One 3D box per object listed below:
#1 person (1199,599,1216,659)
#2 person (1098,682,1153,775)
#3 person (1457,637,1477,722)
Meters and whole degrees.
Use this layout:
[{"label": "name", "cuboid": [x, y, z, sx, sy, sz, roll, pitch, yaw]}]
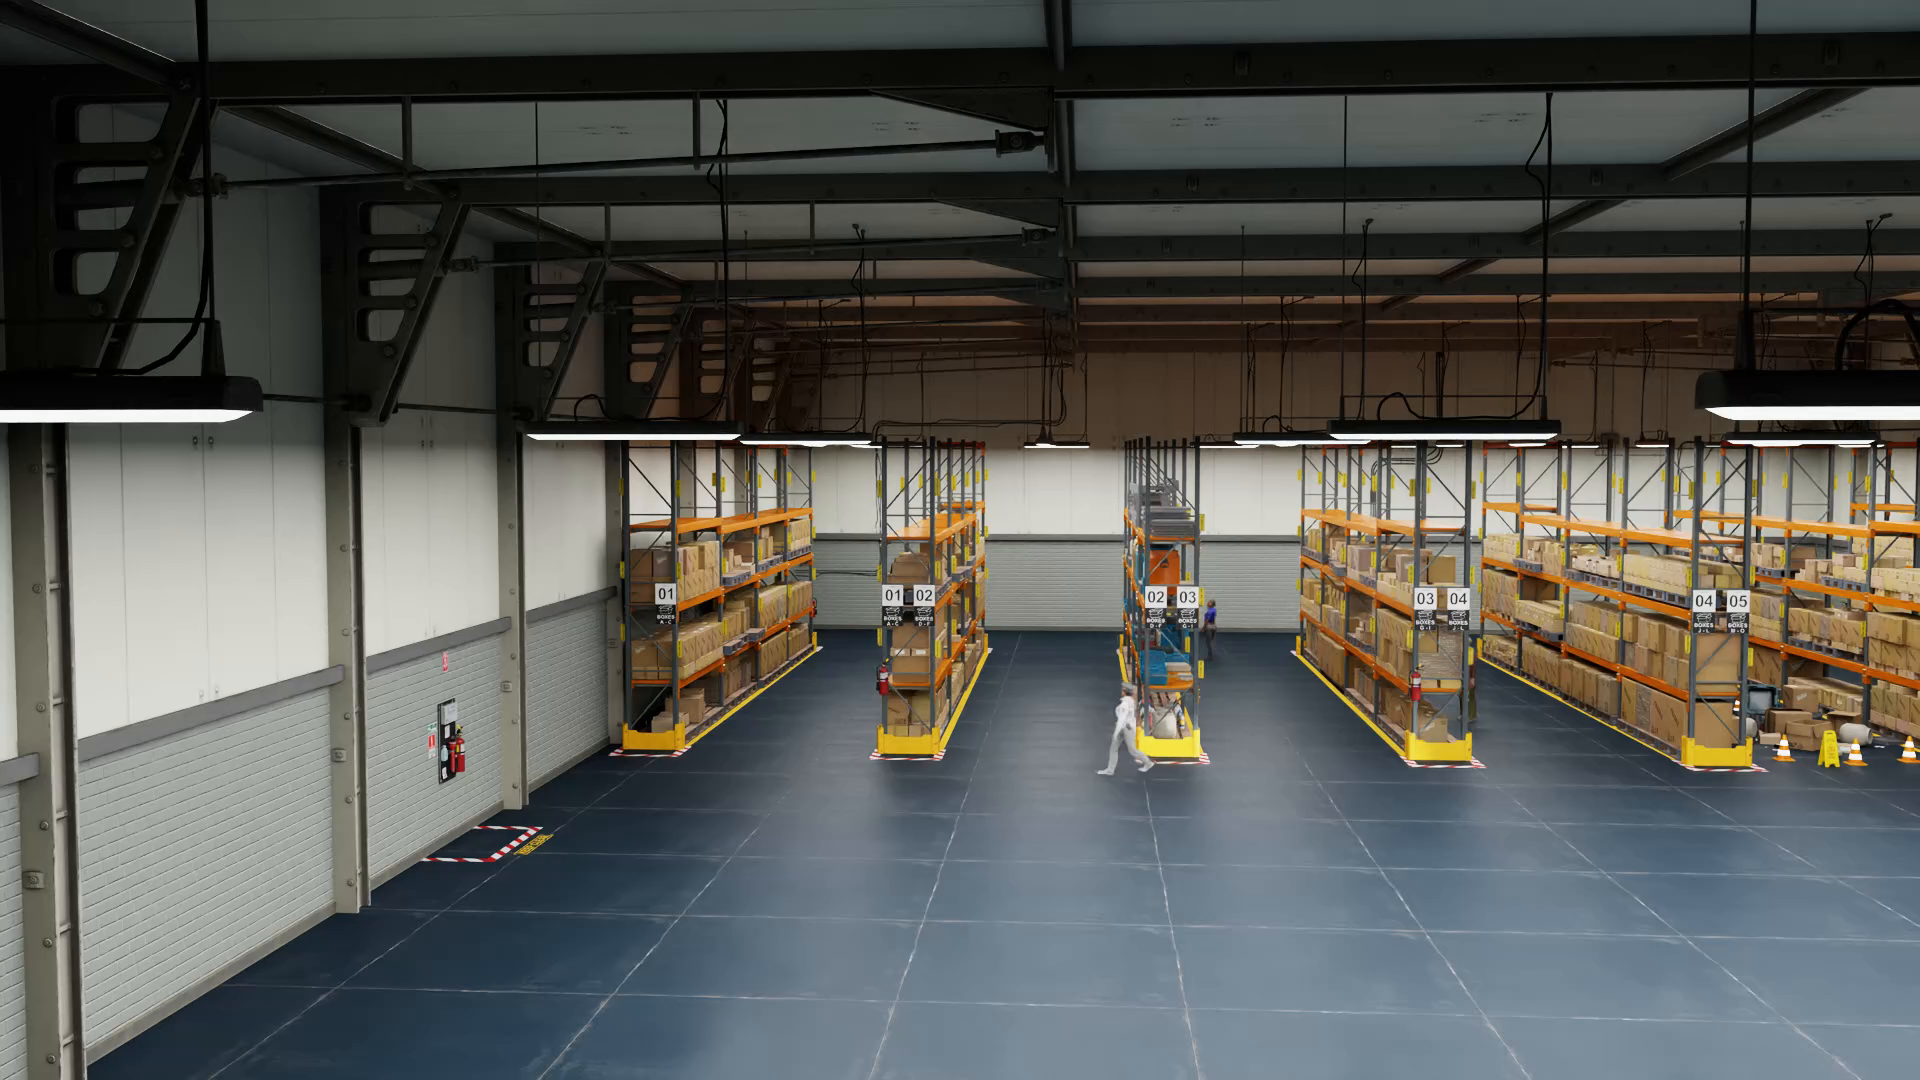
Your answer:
[{"label": "person", "cuboid": [6.834, 2.482, 45.680, 0.519, 1.715, 0.520, -3, 4, -40]}, {"label": "person", "cuboid": [2.919, 3.326, 29.281, 0.930, 1.646, 0.428, -1, 3, -21]}, {"label": "person", "cuboid": [10.713, 2.941, 35.315, 0.459, 1.787, 0.618, -1, 3, -21]}]
